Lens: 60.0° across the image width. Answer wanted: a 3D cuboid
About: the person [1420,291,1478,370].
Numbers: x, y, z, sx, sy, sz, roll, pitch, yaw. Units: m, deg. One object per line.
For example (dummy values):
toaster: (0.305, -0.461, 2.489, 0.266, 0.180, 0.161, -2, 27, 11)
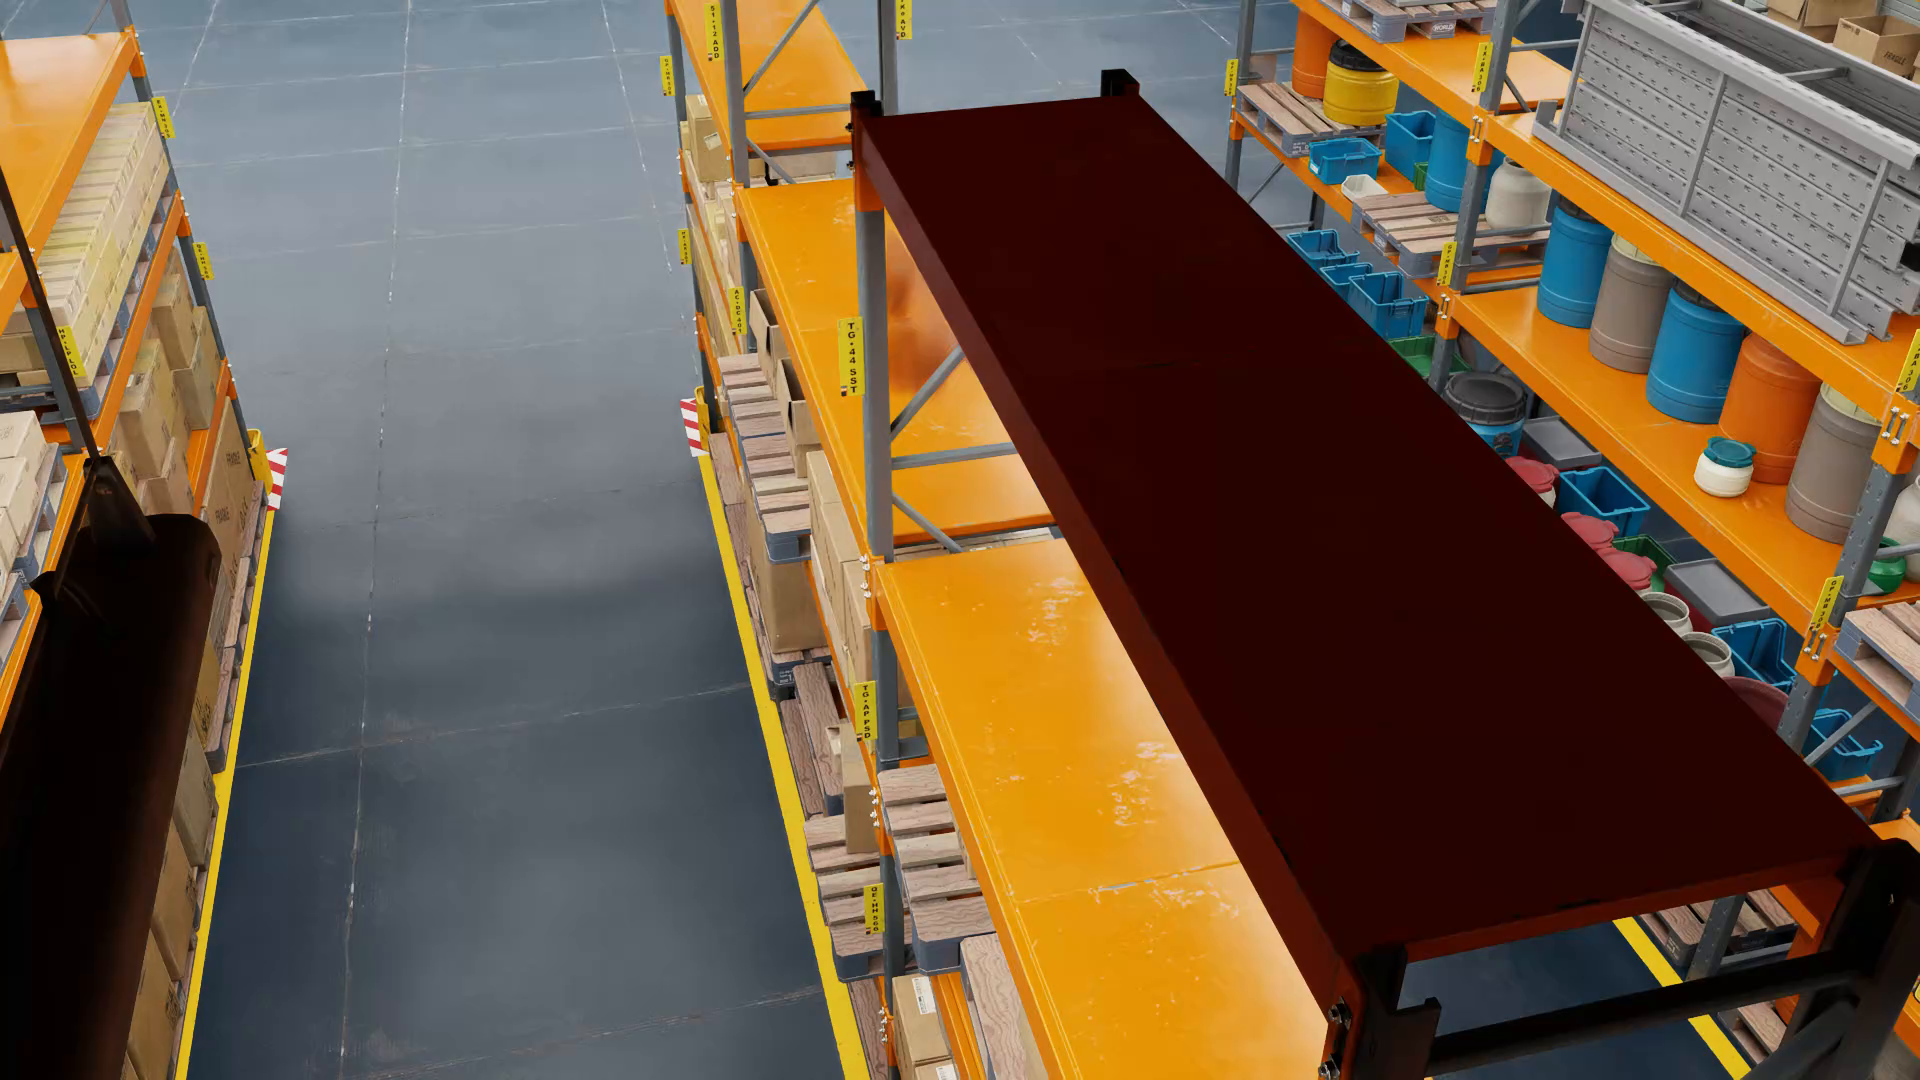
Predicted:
person: (4.649, -2.246, 15.893, 0.711, 1.774, 0.721, -8, 35, -12)
